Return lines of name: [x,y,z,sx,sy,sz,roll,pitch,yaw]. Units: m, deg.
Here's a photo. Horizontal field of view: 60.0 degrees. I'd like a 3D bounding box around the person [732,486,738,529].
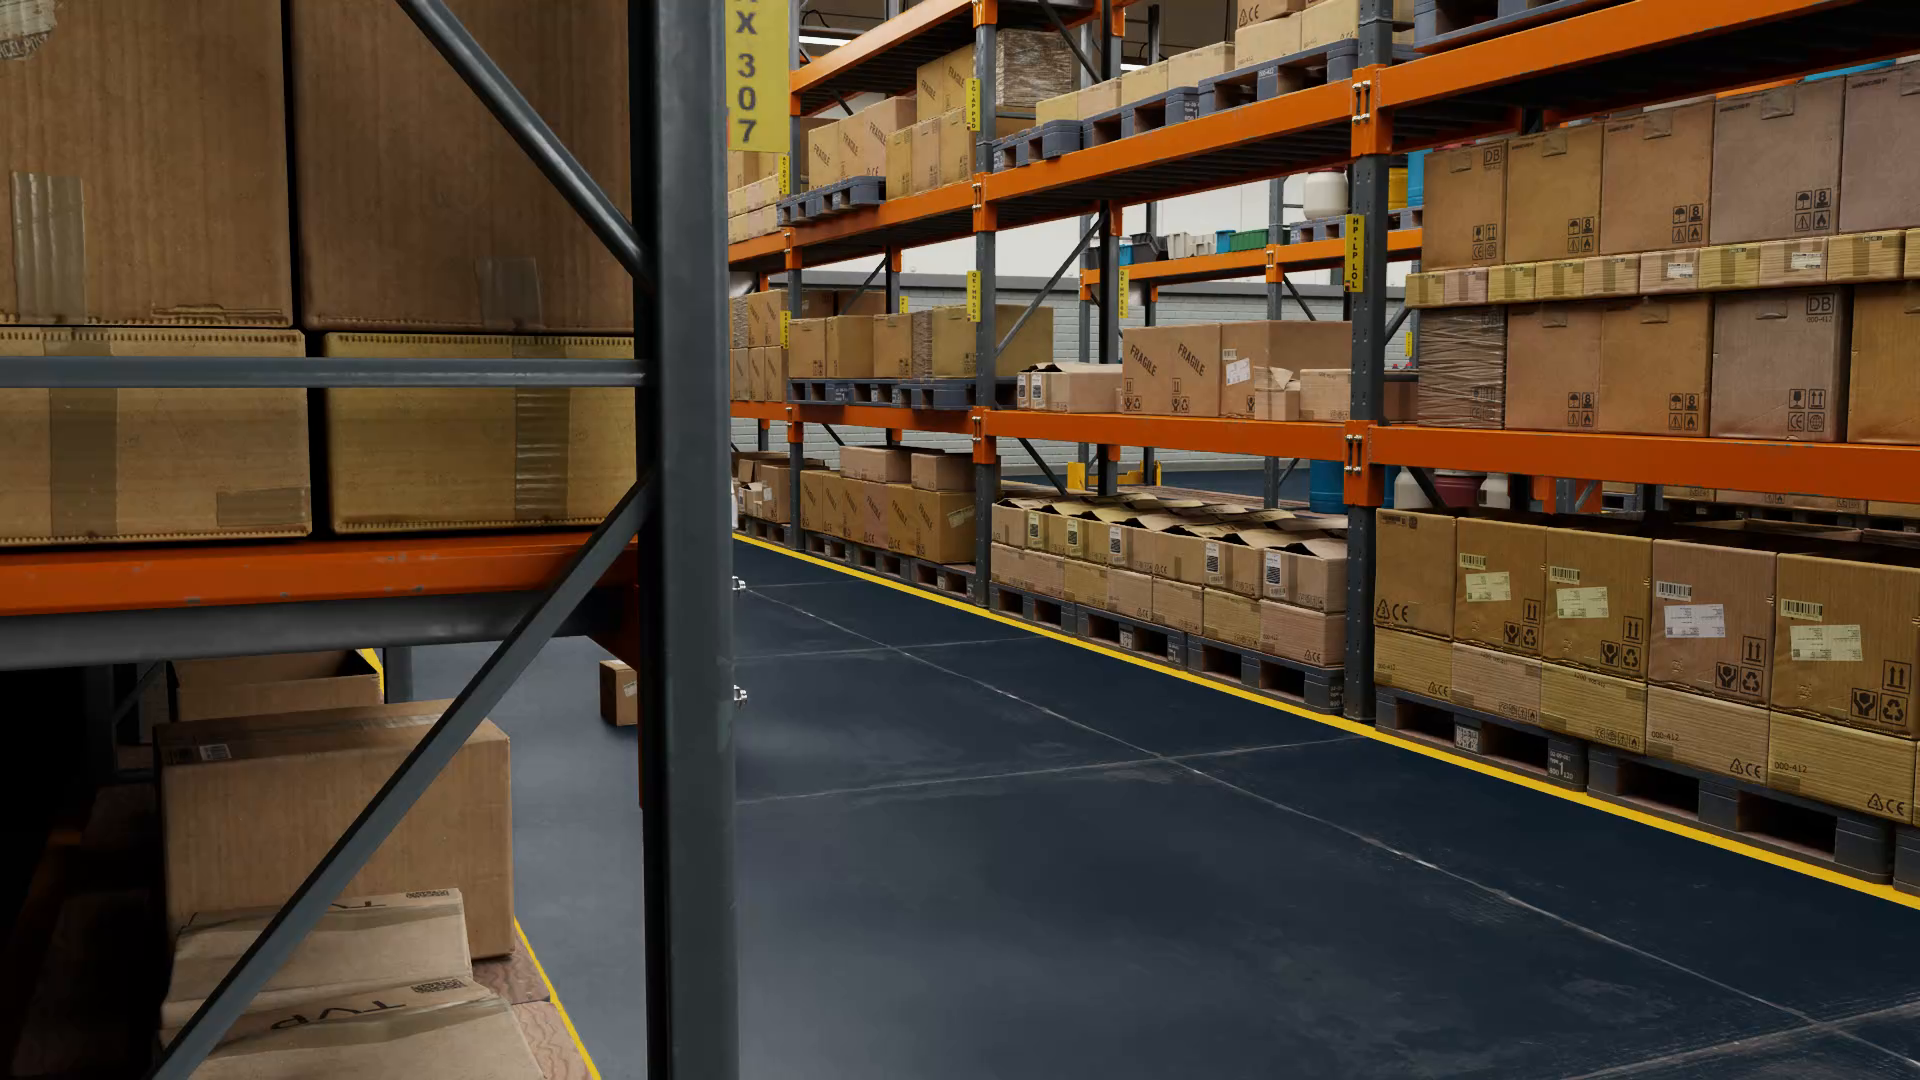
person: [-1.244,-0.043,7.415,0.465,1.666,0.538,-2,6,-23]
